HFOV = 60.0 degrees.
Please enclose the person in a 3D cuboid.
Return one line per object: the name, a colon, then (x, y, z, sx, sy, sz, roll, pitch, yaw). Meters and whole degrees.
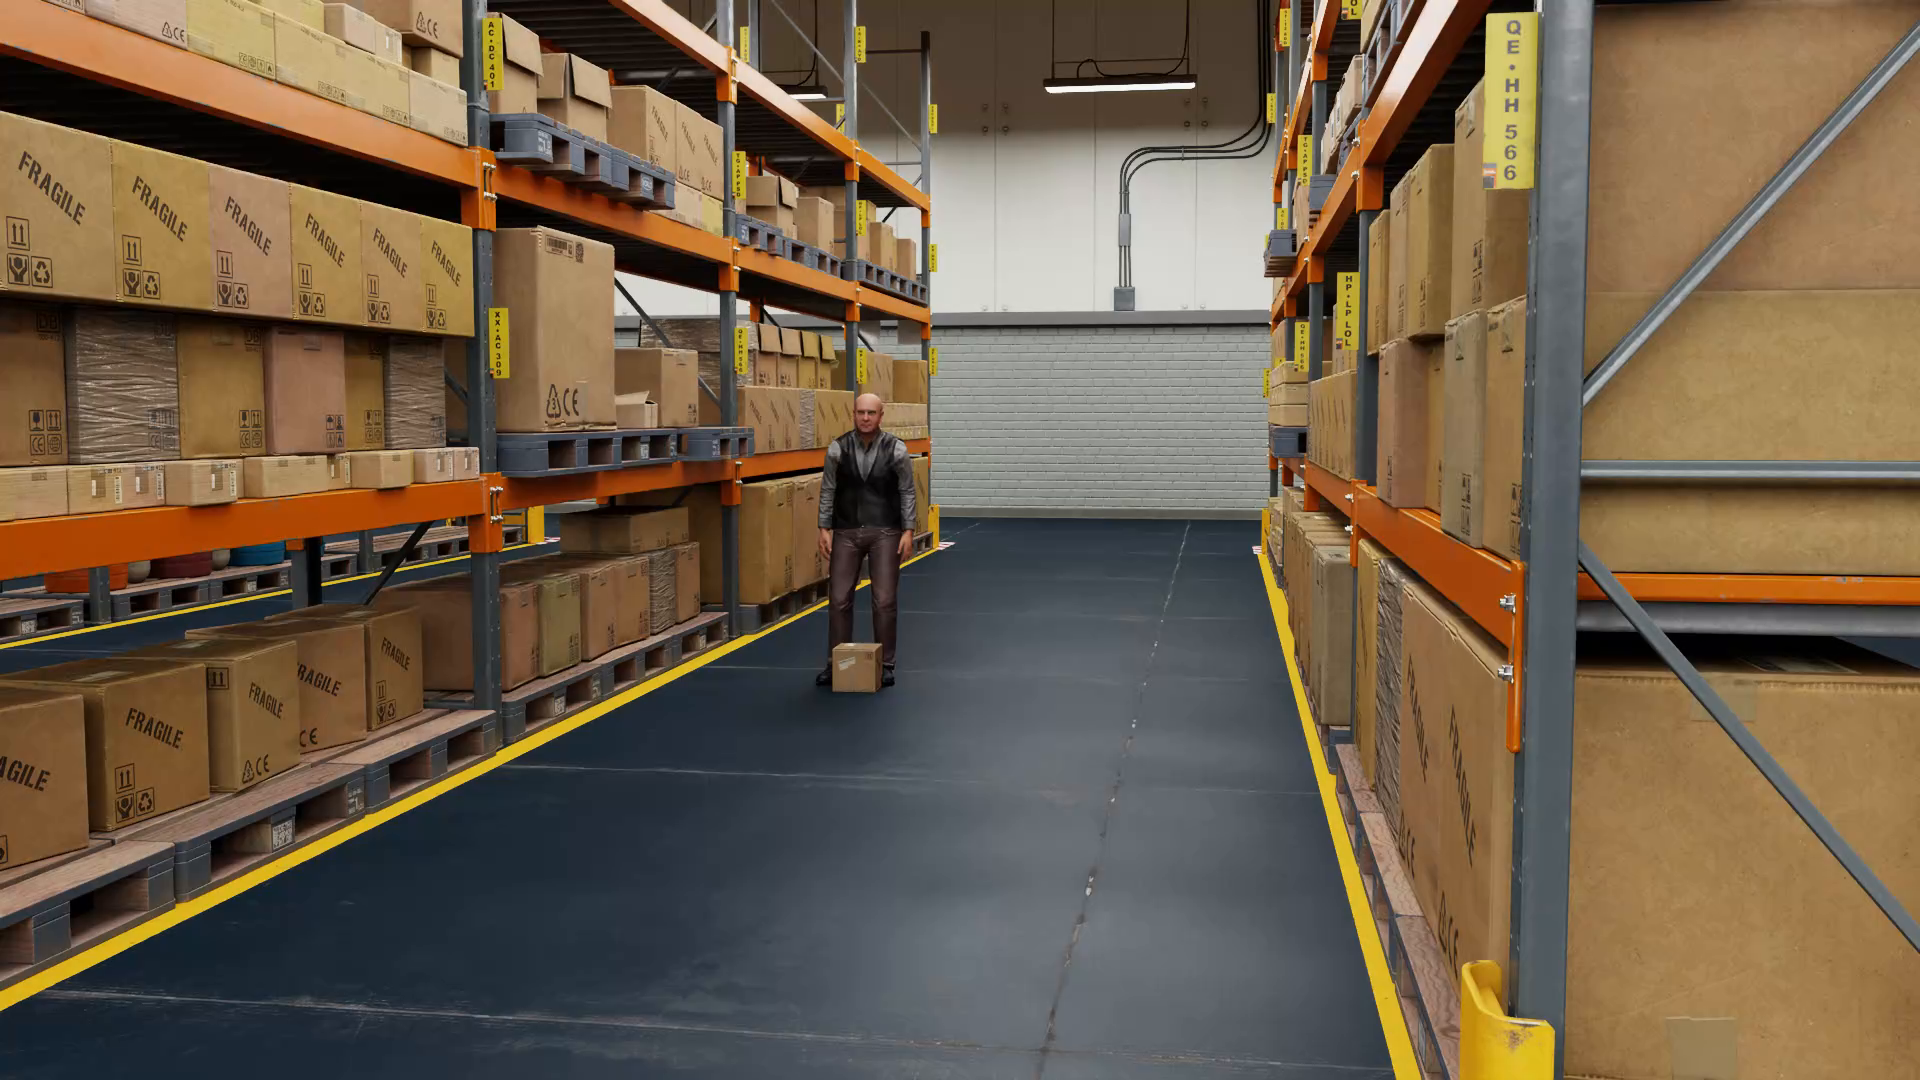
person: (-0.554, -0.011, 9.925, 0.594, 1.722, 0.414, 0, 4, 6)
